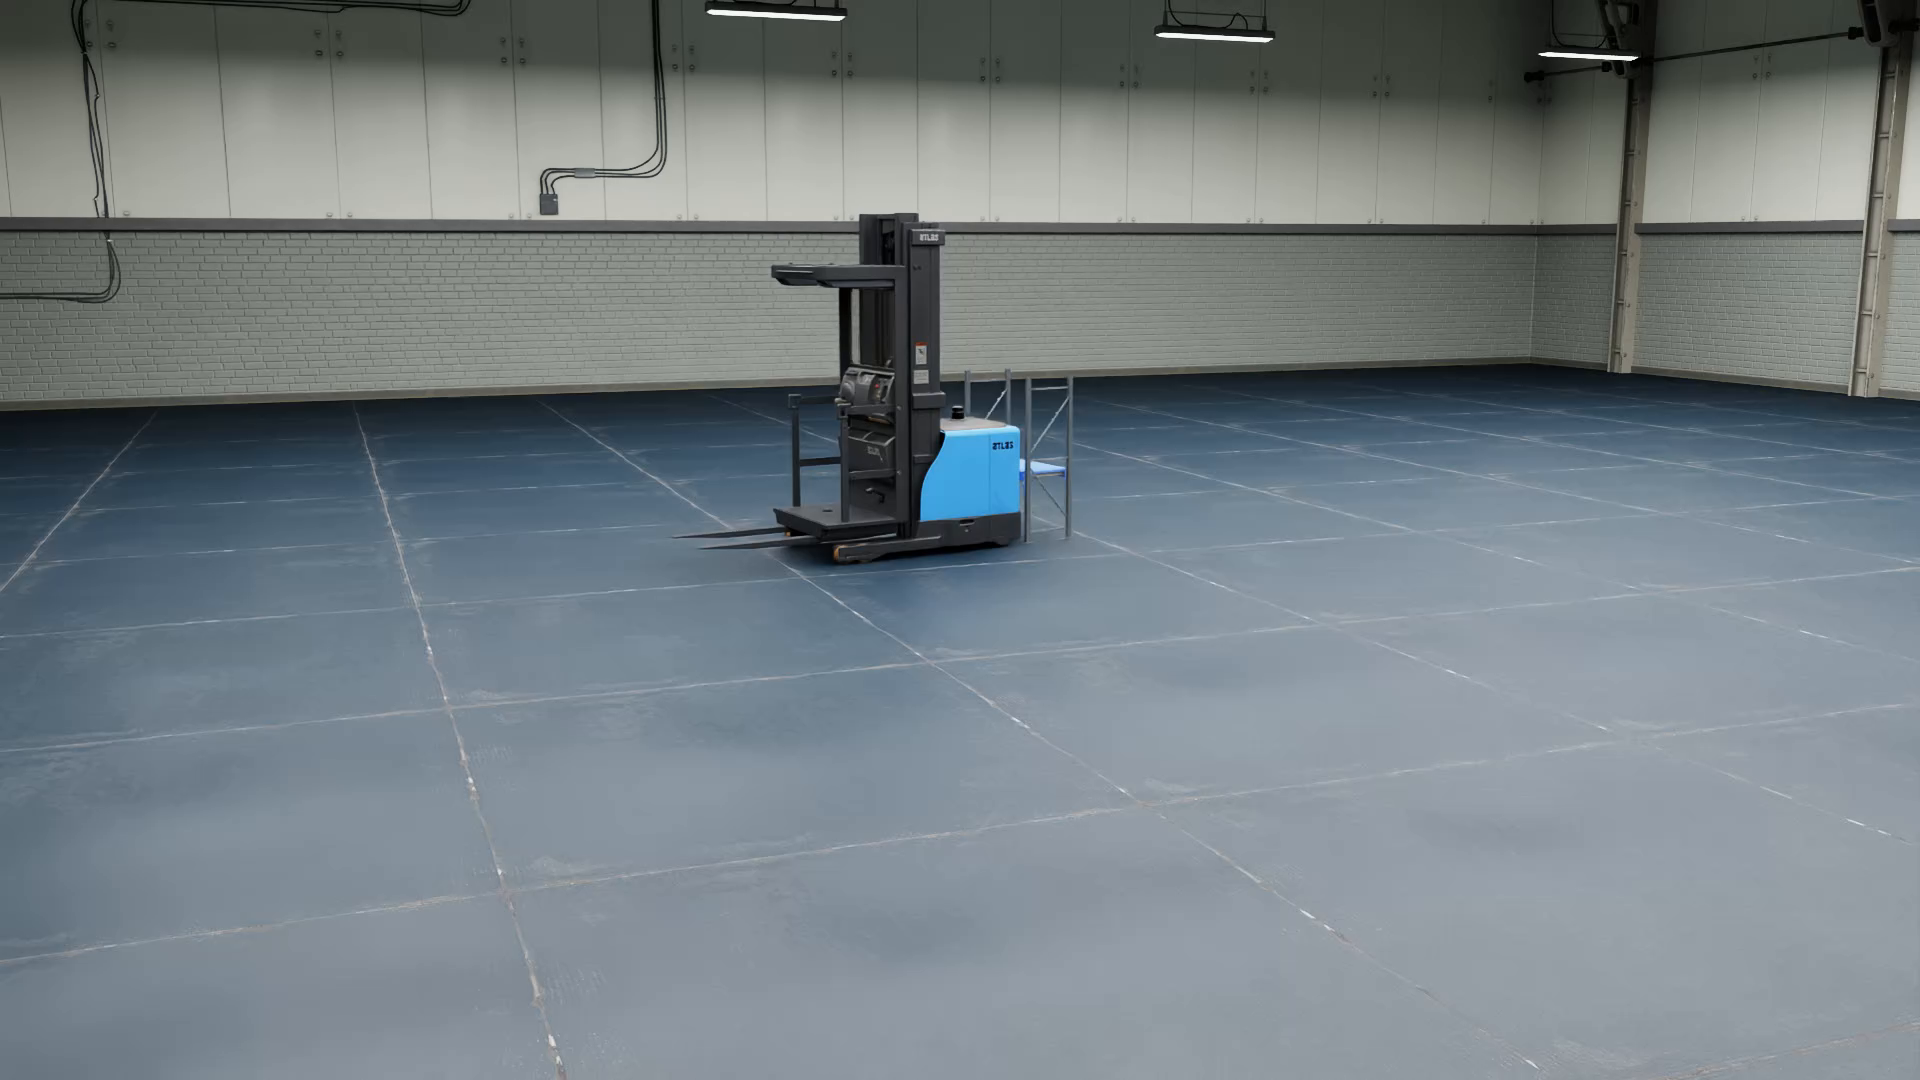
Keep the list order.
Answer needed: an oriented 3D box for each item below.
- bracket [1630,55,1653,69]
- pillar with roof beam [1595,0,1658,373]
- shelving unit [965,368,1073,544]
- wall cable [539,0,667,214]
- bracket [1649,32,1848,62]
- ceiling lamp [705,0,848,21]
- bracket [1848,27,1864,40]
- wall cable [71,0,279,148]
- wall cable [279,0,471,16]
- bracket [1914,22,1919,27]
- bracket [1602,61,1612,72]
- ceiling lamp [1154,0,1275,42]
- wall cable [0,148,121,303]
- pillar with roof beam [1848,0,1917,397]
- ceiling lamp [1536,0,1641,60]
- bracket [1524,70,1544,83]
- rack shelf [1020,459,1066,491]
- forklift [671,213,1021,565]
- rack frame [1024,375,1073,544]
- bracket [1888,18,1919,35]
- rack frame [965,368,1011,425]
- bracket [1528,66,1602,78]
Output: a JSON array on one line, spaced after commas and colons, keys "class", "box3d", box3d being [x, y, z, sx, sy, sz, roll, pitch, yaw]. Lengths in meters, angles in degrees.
[{"class": "bracket", "box3d": [13.784, -9.663, 33.602, 0.235, 0.232, 0.430, -4, 11, -21]}, {"class": "pillar with roof beam", "box3d": [9.952, -7.708, 32.889, 9.100, 9.000, 0.548, -4, 11, -21]}, {"class": "shelving unit", "box3d": [0.533, -0.804, 15.488, 0.538, 1.500, 1.048, -6, 12, -32]}, {"class": "wall cable", "box3d": [-6.376, -8.821, 29.436, 2.305, 6.003, 0.169, -4, 11, -21]}, {"class": "bracket", "box3d": [14.718, -9.243, 31.238, 0.076, 0.066, 4.783, -4, 11, -21]}, {"class": "ceiling lamp", "box3d": [-2.680, -8.996, 23.460, 2.000, 3.185, 0.800, -4, 11, -21]}, {"class": "bracket", "box3d": [15.658, -8.819, 28.858, 0.235, 0.232, 0.430, -4, 11, -21]}, {"class": "wall cable", "box3d": [-12.708, -7.677, 27.156, 3.097, 2.526, 0.112, -4, 11, -21]}, {"class": "wall cable", "box3d": [-9.824, -10.112, 27.862, 3.097, 2.526, 0.112, -4, 11, -21]}, {"class": "bracket", "box3d": [16.892, -8.263, 25.732, 0.076, 0.066, 4.783, -4, 11, -21]}, {"class": "bracket", "box3d": [13.483, -9.799, 34.363, 0.235, 0.232, 0.430, -4, 11, -21]}, {"class": "ceiling lamp", "box3d": [3.900, -9.444, 25.979, 2.000, 3.185, 0.800, -4, 11, -21]}, {"class": "wall cable", "box3d": [-15.230, -5.018, 26.633, 3.097, 2.526, 0.112, -4, 11, -21]}, {"class": "pillar with roof beam", "box3d": [12.126, -6.729, 27.383, 9.100, 9.000, 0.548, -4, 11, -21]}, {"class": "ceiling lamp", "box3d": [10.741, -9.910, 28.598, 2.000, 3.185, 0.800, -4, 11, -21]}, {"class": "bracket", "box3d": [12.624, -10.186, 36.538, 0.235, 0.232, 0.430, -4, 11, -21]}, {"class": "rack shelf", "box3d": [0.533, -0.627, 15.519, 0.538, 0.185, 1.000, -6, 12, -32]}, {"class": "forklift", "box3d": [-0.987, -1.338, 14.402, 3.031, 2.935, 1.130, -6, 12, -29]}, {"class": "rack frame", "box3d": [0.803, -0.729, 15.064, 0.500, 1.500, 0.032, -6, 12, -32]}, {"class": "bracket", "box3d": [15.958, -8.684, 28.096, 0.235, 0.232, 0.430, -4, 11, -21]}, {"class": "rack frame", "box3d": [0.263, -0.880, 15.912, 0.500, 1.500, 0.032, -6, 12, -32]}, {"class": "bracket", "box3d": [12.839, -10.089, 35.996, 0.076, 0.066, 3.189, -4, 11, -21]}]
